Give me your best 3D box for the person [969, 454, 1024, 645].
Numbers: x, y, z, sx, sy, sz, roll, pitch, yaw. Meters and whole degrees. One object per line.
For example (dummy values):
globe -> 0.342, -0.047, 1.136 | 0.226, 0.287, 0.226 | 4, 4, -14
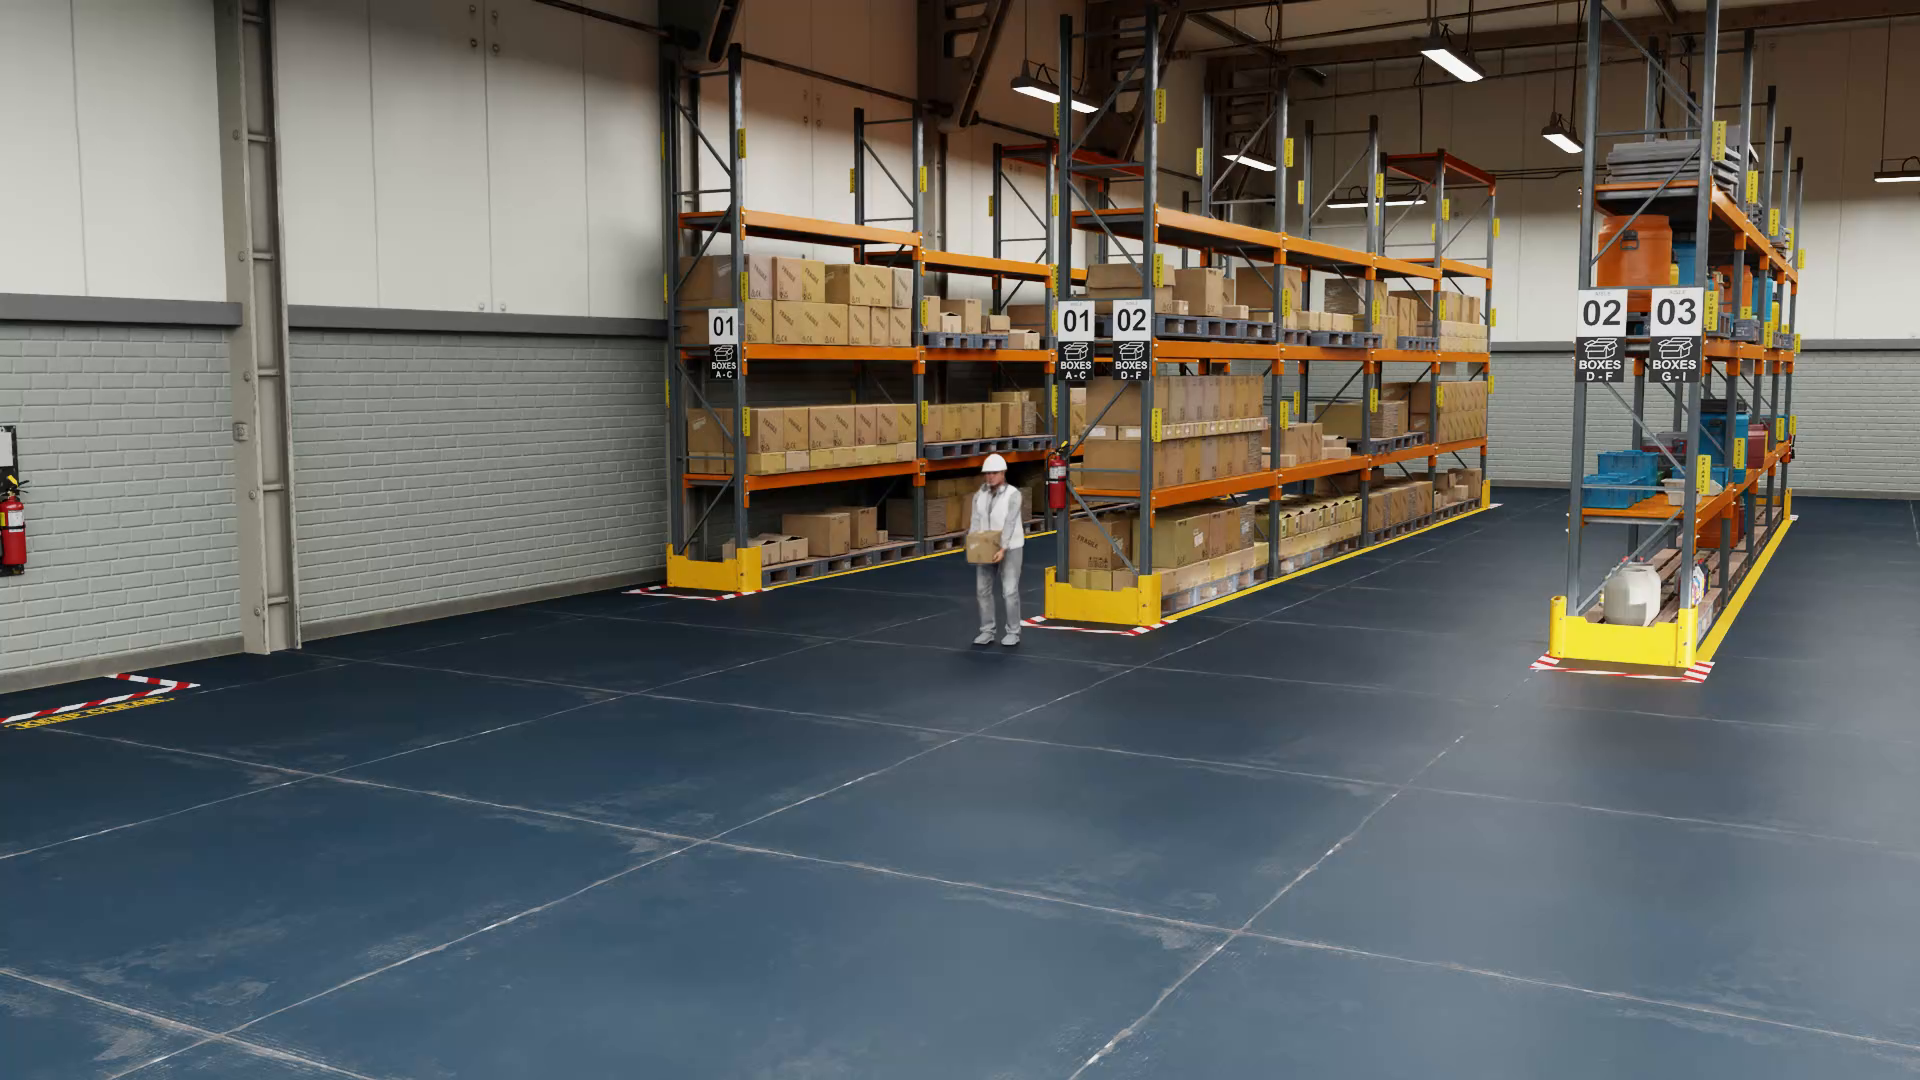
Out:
person -> 0.337, 0.089, 15.254 | 0.486, 1.754, 0.582 | 3, 7, 27
